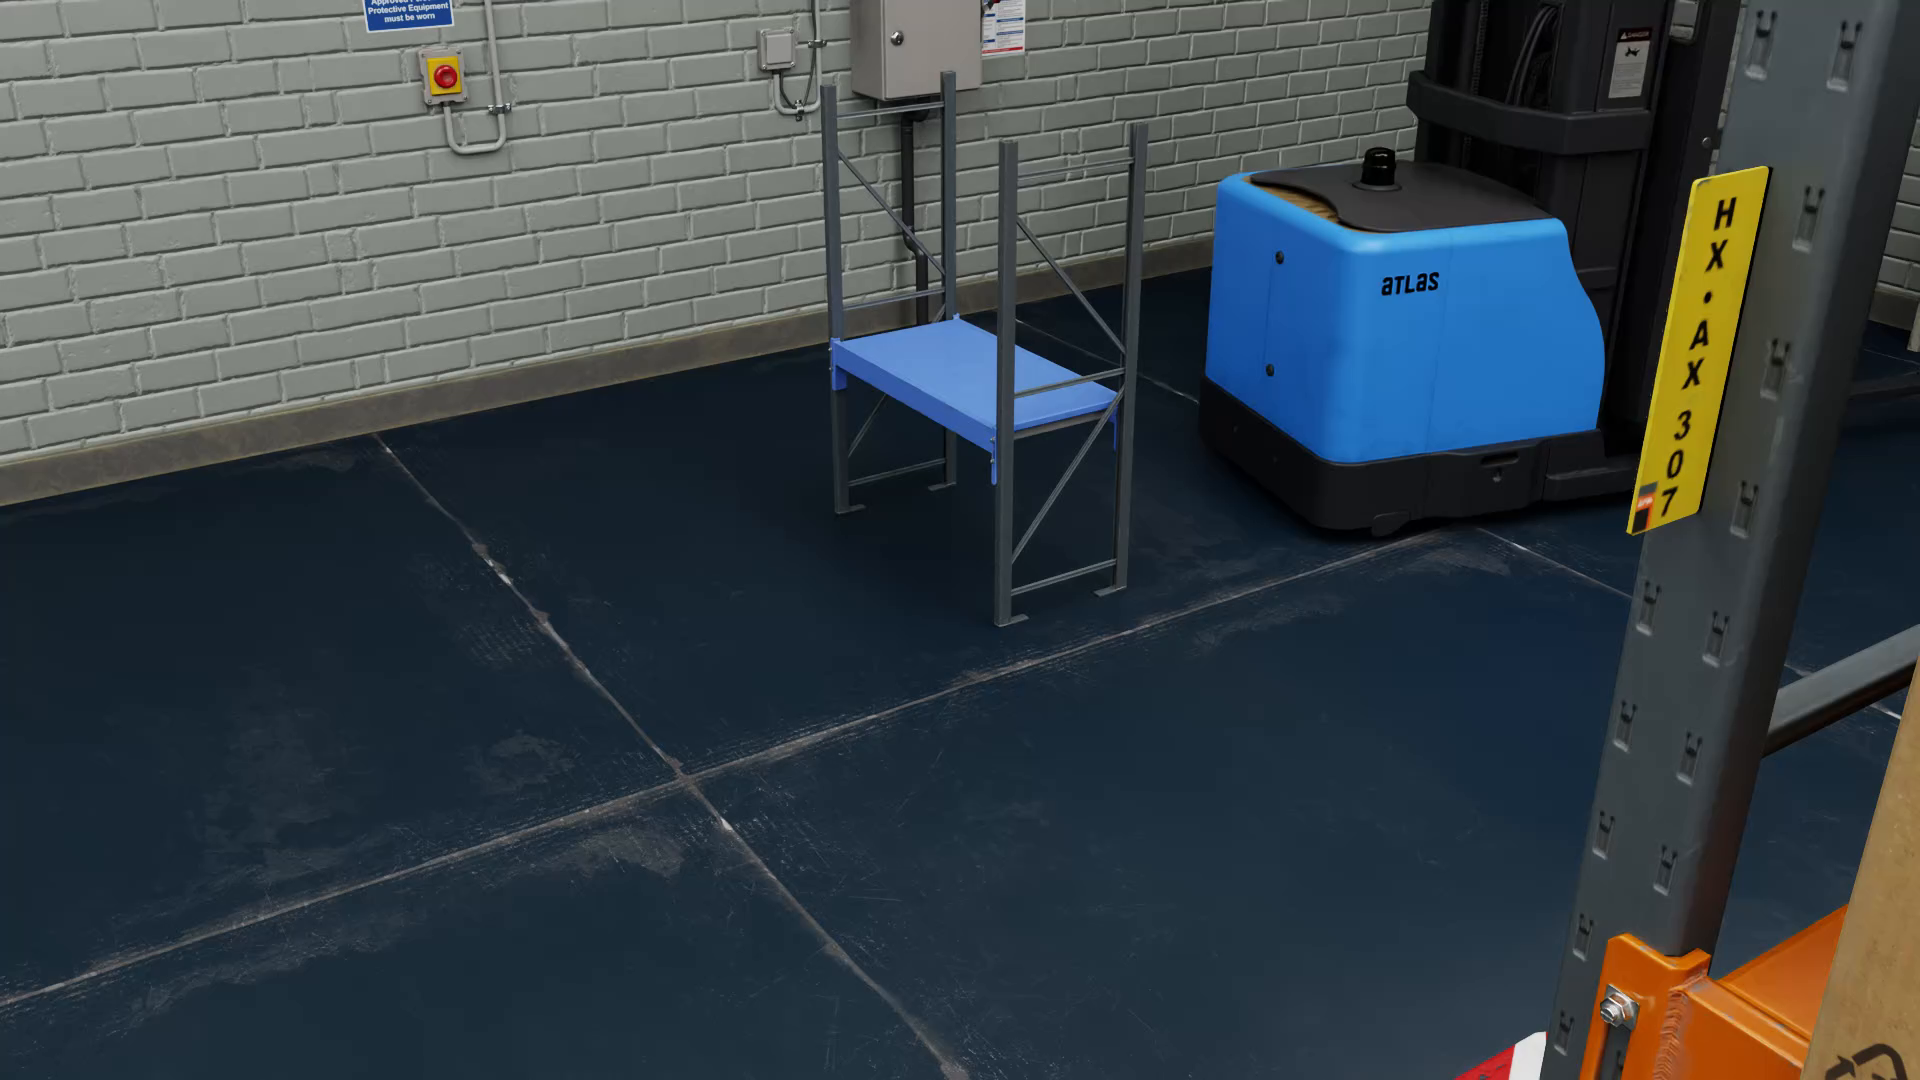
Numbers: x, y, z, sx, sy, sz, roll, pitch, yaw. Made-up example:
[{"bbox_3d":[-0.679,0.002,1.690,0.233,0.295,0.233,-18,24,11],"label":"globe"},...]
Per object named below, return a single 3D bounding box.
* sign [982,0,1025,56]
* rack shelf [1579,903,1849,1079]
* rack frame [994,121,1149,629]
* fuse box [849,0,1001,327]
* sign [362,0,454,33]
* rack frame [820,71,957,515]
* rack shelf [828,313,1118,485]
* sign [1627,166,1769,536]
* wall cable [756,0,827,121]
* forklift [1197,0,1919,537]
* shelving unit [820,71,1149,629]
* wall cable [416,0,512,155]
[{"bbox_3d":[0.163,-2.457,7.553,0.329,0.494,0.001,-16,29,-30],"label":"sign"},{"bbox_3d":[2.212,1.178,0.583,1.077,0.370,4.000,-16,29,-30],"label":"rack shelf"},{"bbox_3d":[0.324,-0.466,4.980,0.500,1.500,0.032,-16,29,-30],"label":"rack frame"},{"bbox_3d":[-0.138,-1.729,7.407,0.539,1.711,0.414,-16,29,-30],"label":"fuse box"},{"bbox_3d":[-2.051,-2.007,6.171,0.327,0.218,0.001,-16,29,-30],"label":"sign"},{"bbox_3d":[-0.231,-0.830,5.750,0.500,1.500,0.032,-16,29,-30],"label":"rack frame"},{"bbox_3d":[0.047,-0.485,5.442,0.538,0.185,1.000,-16,29,-30],"label":"rack shelf"},{"bbox_3d":[0.652,-0.163,1.474,0.100,0.325,0.005,-16,29,-30],"label":"sign"},{"bbox_3d":[-0.795,-2.668,6.698,0.588,1.984,0.122,-16,29,-30],"label":"wall cable"},{"bbox_3d":[2.497,-1.701,5.920,3.031,2.935,1.130,-8,27,-17],"label":"forklift"},{"bbox_3d":[0.047,-0.648,5.365,0.538,1.500,1.048,-16,29,-30],"label":"shelving unit"},{"bbox_3d":[-1.977,-2.348,5.982,0.585,1.953,0.123,-16,29,-30],"label":"wall cable"}]
